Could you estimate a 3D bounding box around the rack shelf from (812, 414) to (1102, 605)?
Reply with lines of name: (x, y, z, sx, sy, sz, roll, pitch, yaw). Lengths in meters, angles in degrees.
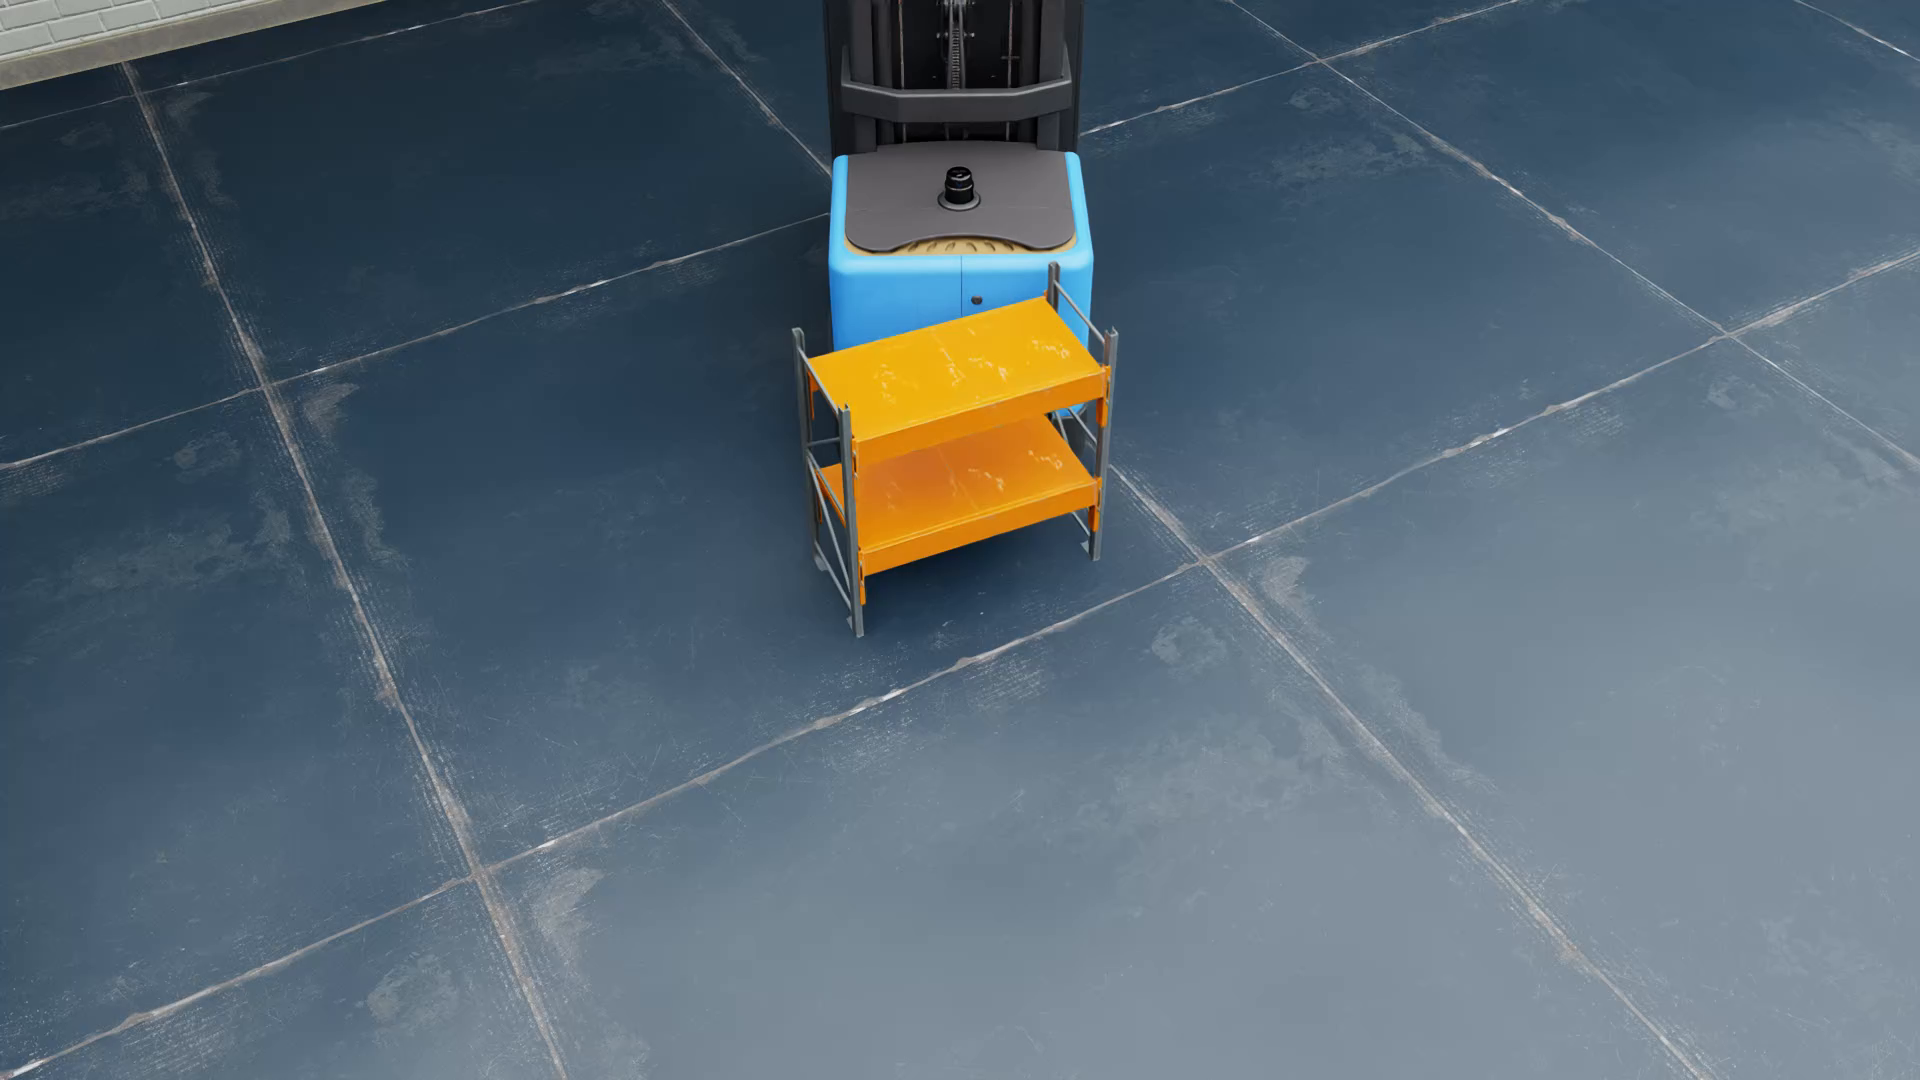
rack shelf: (-0.019, -0.159, 6.457, 1.000, 0.278, 0.538, -17, 47, -17)

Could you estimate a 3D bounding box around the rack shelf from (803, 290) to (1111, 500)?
rack shelf: (-0.019, -0.544, 6.083, 1.000, 0.278, 0.538, -17, 47, -17)

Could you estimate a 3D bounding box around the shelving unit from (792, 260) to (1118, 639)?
shelving unit: (-0.019, -0.334, 6.287, 1.048, 1.125, 0.538, -17, 47, -17)

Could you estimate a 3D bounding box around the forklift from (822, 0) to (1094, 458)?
forklift: (-0.033, -2.373, 7.091, 1.130, 2.935, 3.031, -1, 44, -1)

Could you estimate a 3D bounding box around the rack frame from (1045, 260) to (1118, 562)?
rack frame: (0.445, -0.479, 6.435, 0.032, 1.125, 0.500, -17, 47, -17)

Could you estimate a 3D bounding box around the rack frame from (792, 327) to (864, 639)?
rack frame: (-0.483, -0.190, 6.138, 0.032, 1.125, 0.500, -17, 47, -17)
